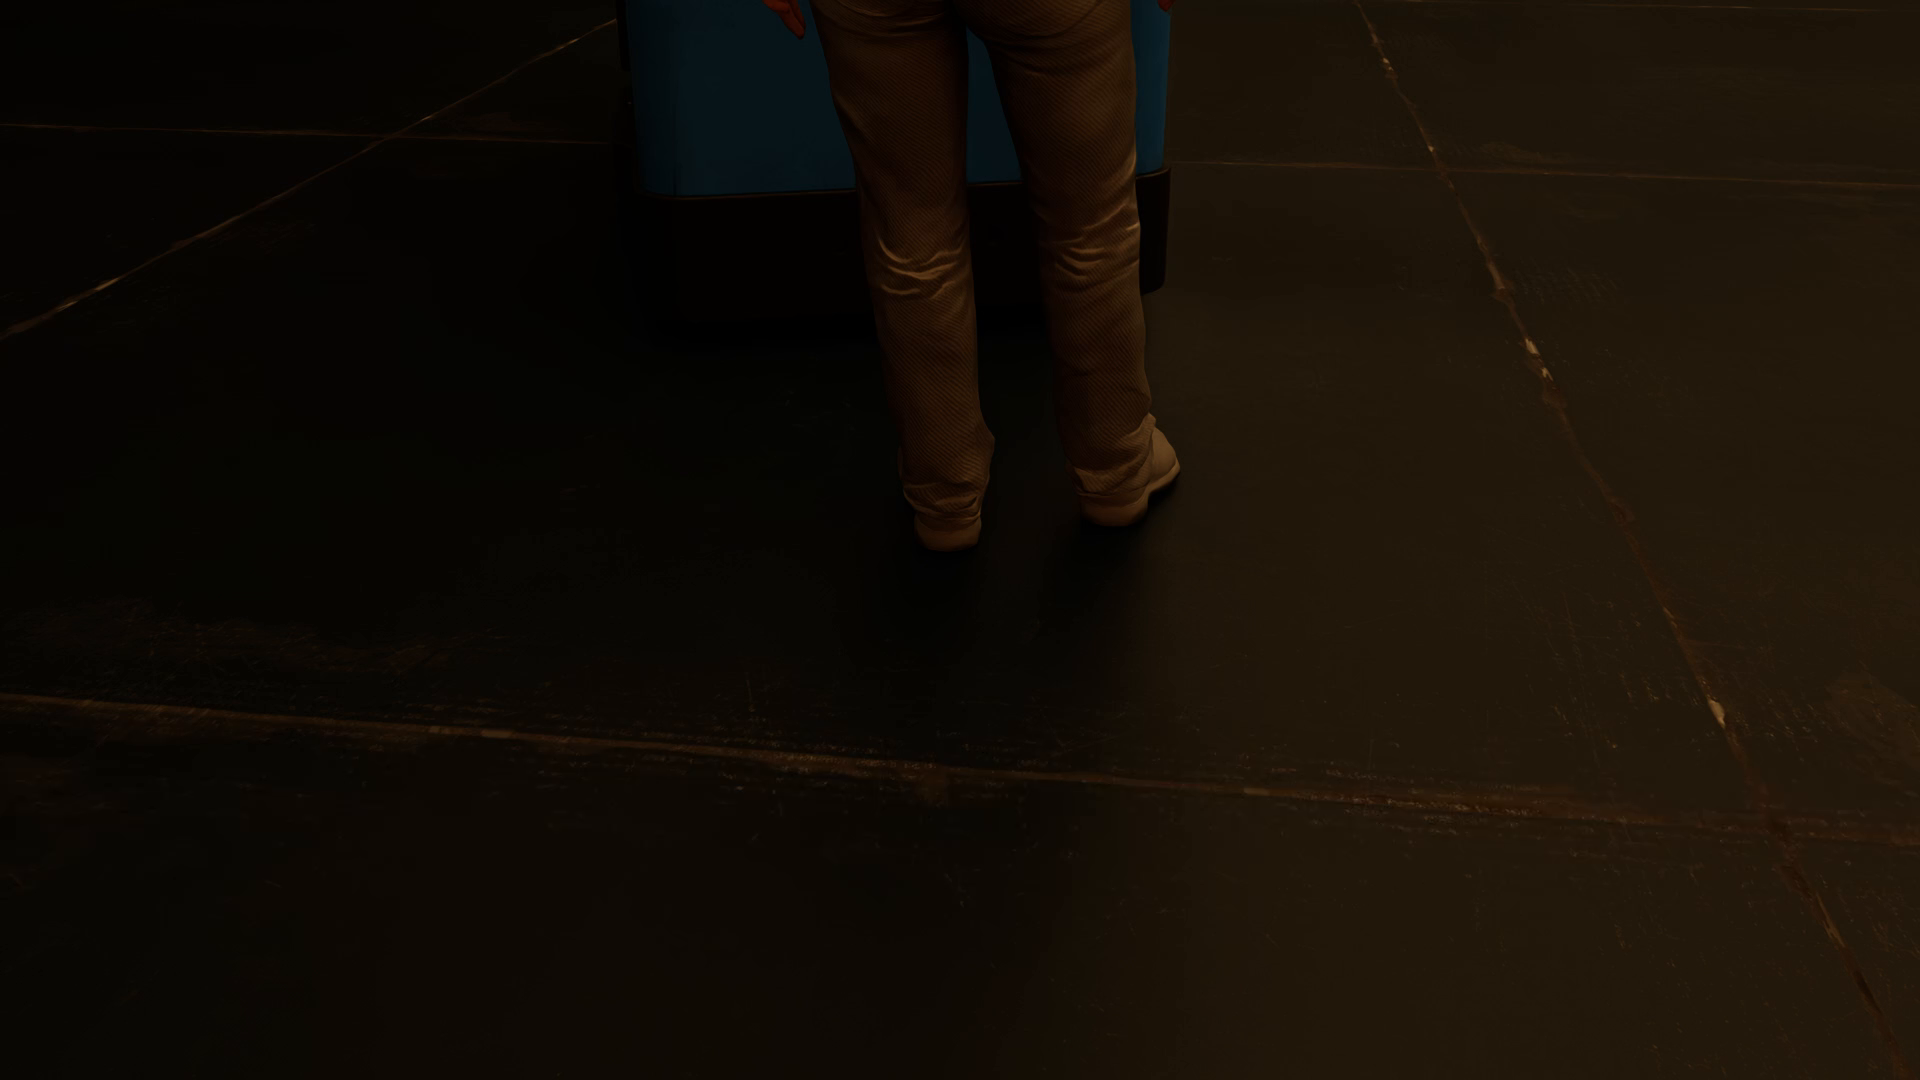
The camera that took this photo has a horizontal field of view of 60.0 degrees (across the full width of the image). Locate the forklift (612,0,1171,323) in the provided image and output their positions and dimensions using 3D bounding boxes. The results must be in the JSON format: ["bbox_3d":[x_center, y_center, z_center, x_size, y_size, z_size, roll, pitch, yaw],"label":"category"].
[{"bbox_3d":[-0.359,-2.360,3.948,1.130,2.935,3.031,-5,27,-9],"label":"forklift"}]

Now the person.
[{"bbox_3d":[0.016,-0.828,2.155,0.633,1.774,0.568,3,27,7],"label":"person"}]
